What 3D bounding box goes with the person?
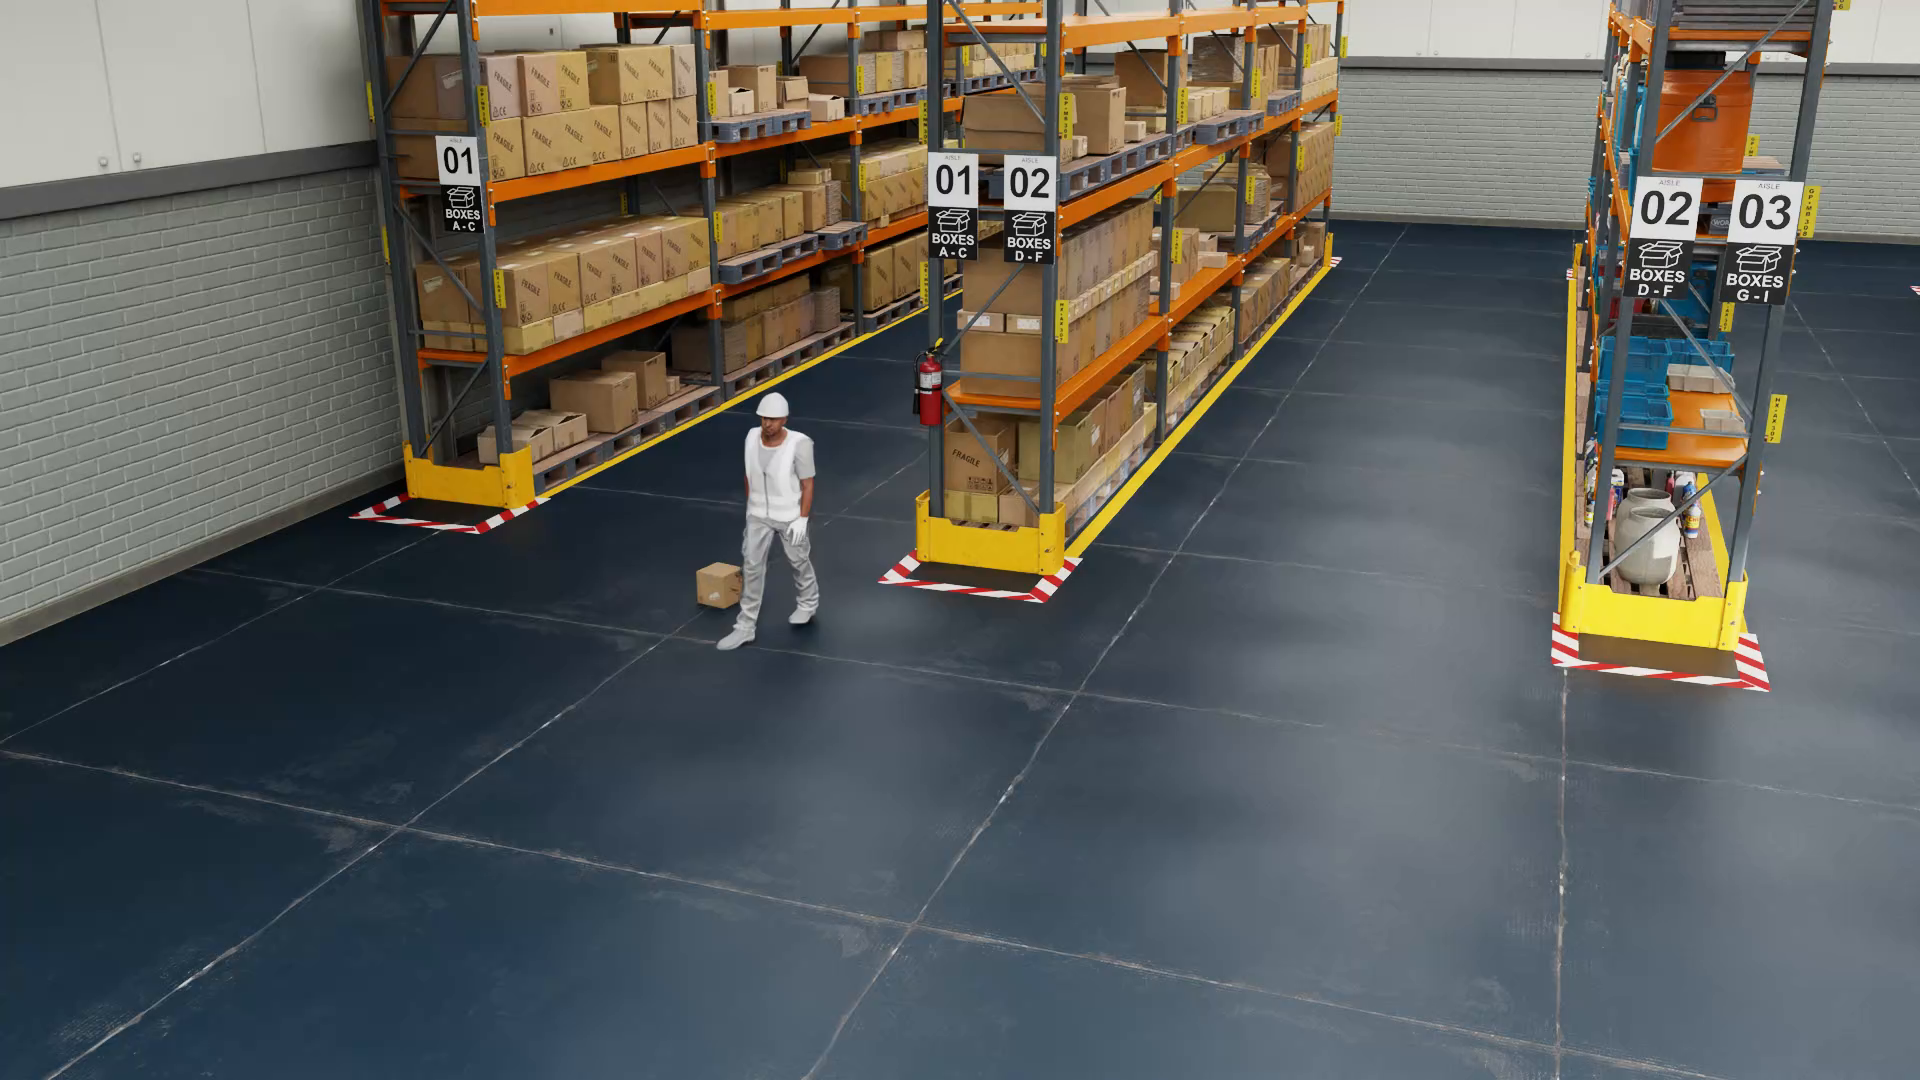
[{"bbox_3d":[-1.278,-0.165,11.502,0.608,1.769,0.829,6,19,18],"label":"person"}]
